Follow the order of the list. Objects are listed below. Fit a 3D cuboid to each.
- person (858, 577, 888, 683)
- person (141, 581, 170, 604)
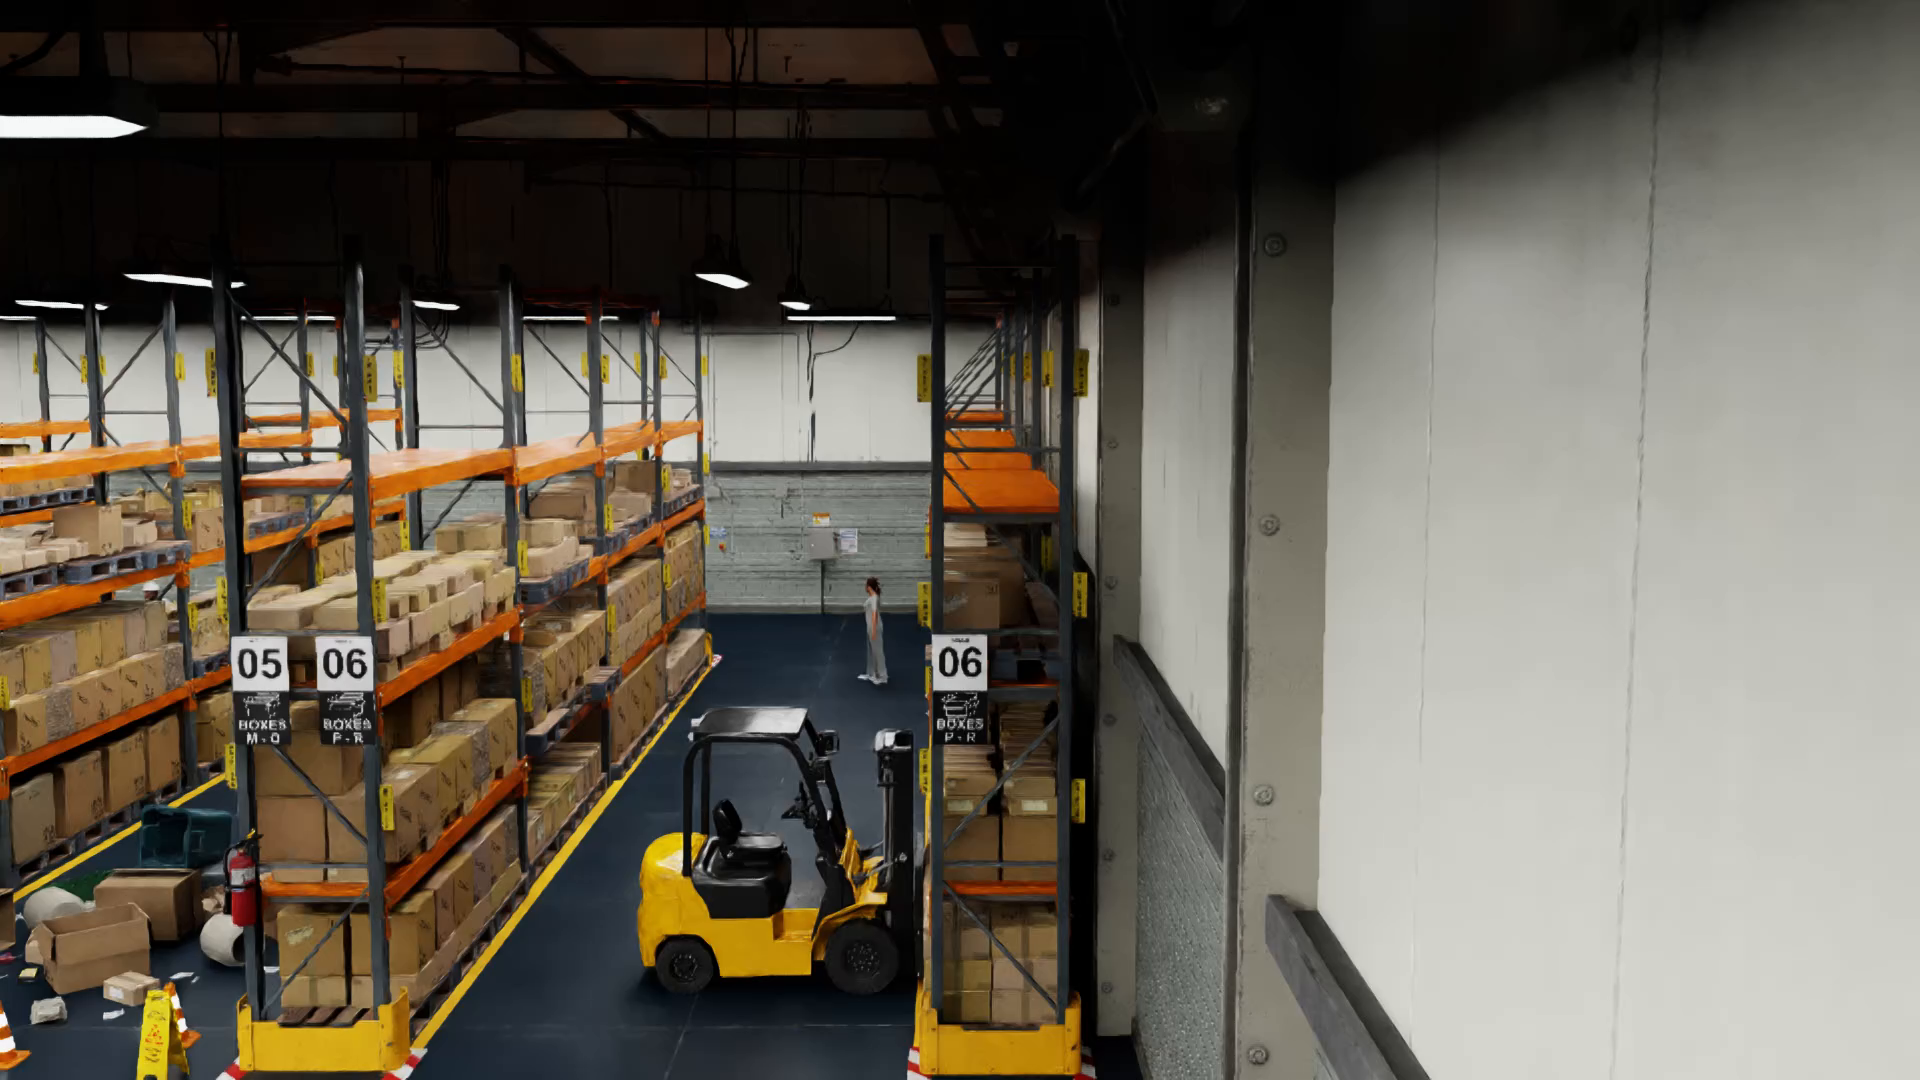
[{"bbox_3d":[-1.381,1.419,26.349,0.480,1.672,0.554,0,6,-3],"label":"person"},{"bbox_3d":[-12.442,1.476,25.742,0.677,1.726,0.574,0,6,-2],"label":"person"}]
